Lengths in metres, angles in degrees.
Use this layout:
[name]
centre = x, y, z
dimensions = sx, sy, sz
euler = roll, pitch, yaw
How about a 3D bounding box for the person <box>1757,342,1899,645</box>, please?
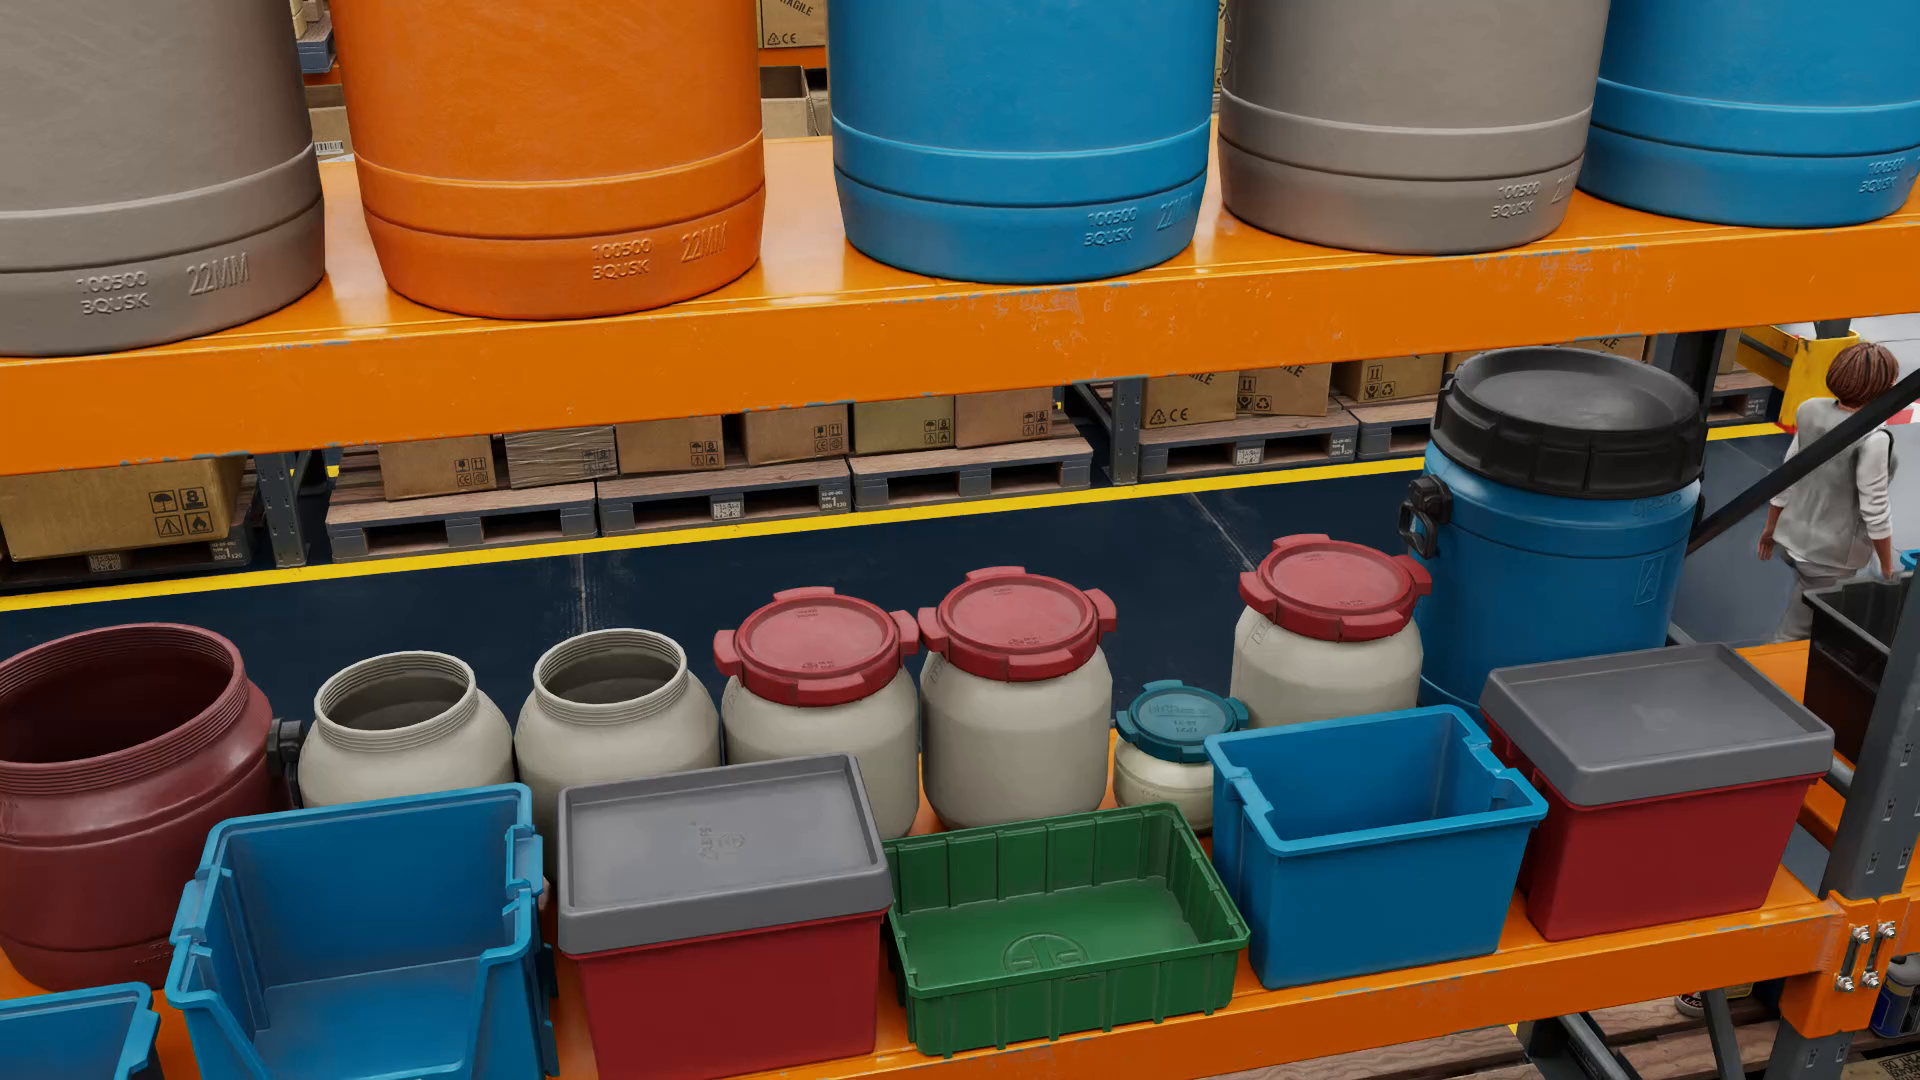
[person]
centre = 3.115, 0.066, 6.012
dimensions = 0.519, 1.649, 0.451
euler = -5, 27, -9
